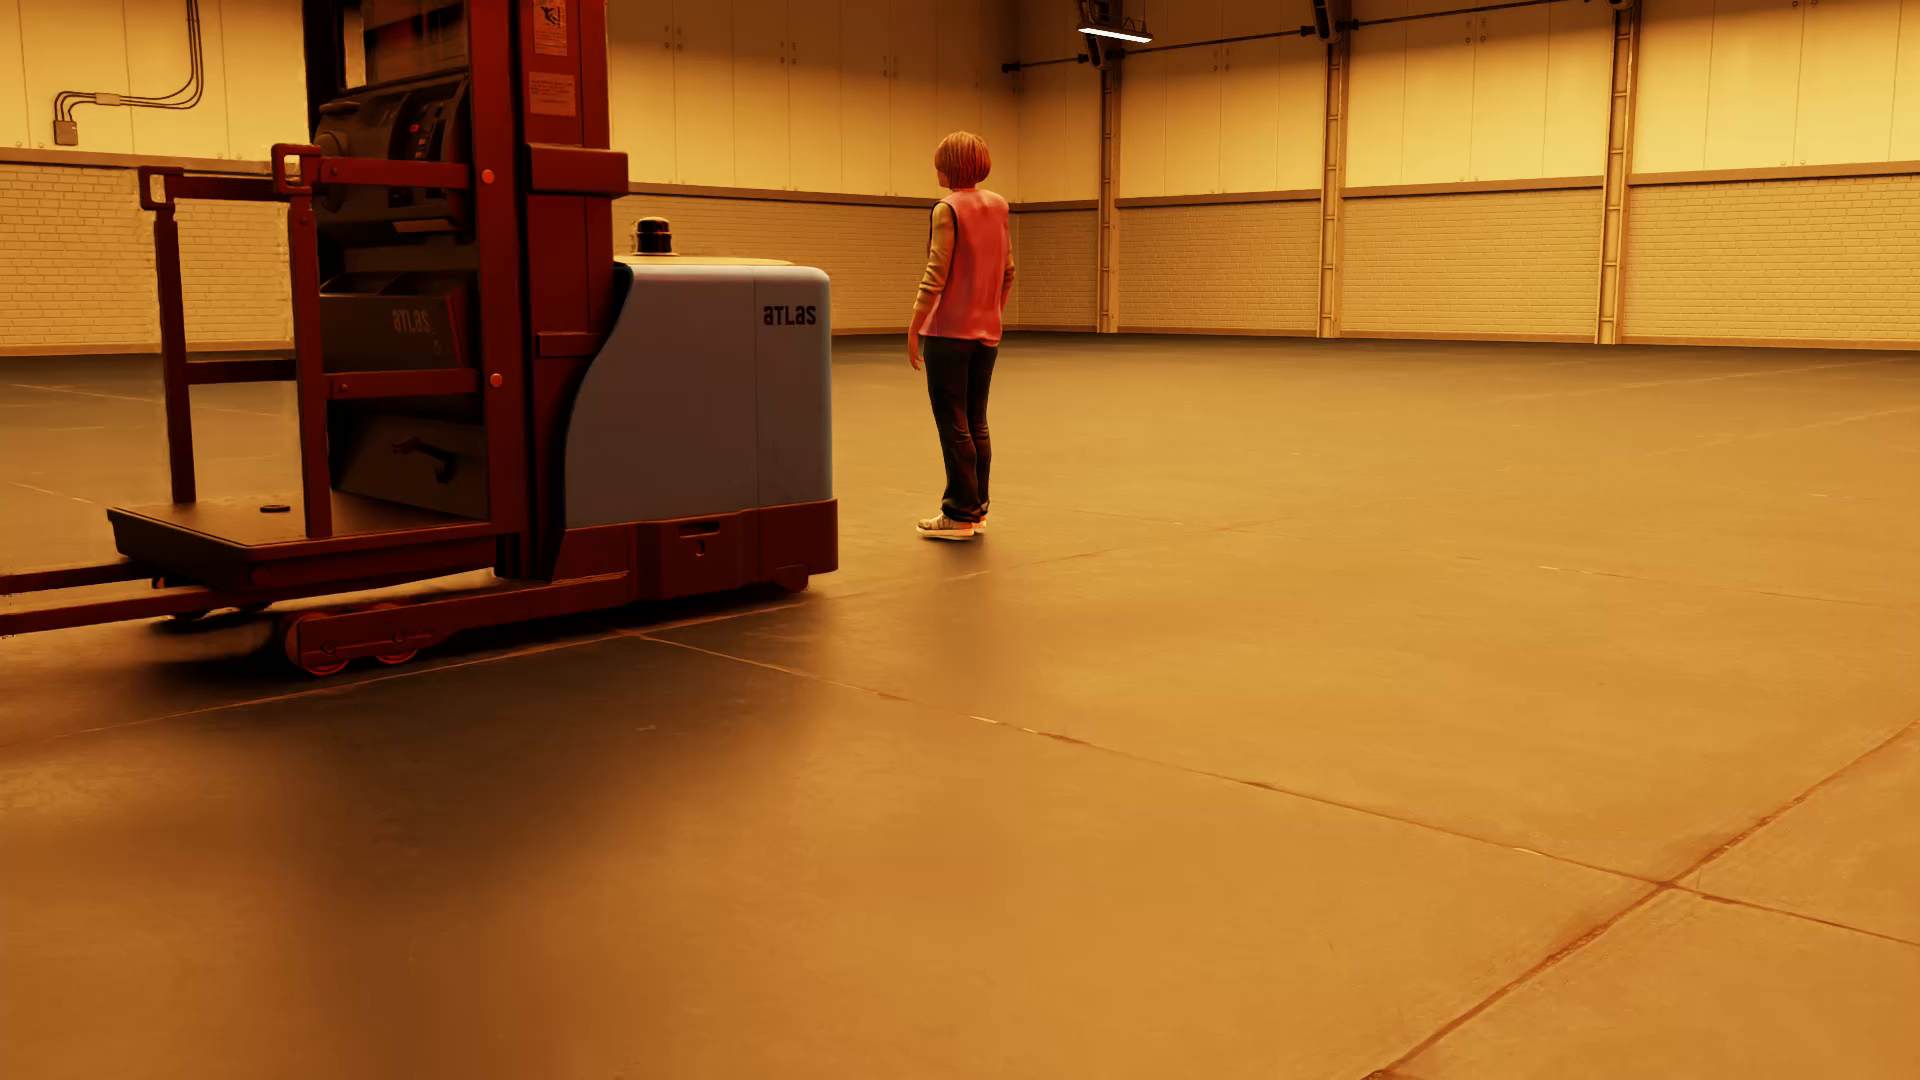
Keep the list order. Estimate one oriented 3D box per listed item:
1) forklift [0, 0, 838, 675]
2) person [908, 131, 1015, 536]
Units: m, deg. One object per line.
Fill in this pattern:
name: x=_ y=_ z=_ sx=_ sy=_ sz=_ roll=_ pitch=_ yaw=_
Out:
forklift: x=-1.824 y=-1.181 z=4.715 sx=3.031 sy=2.935 sz=1.130 roll=-8 pitch=12 yaw=-43
person: x=-0.043 y=-0.806 z=6.658 sx=0.475 sy=1.598 sz=0.519 roll=8 pitch=12 yaw=43
